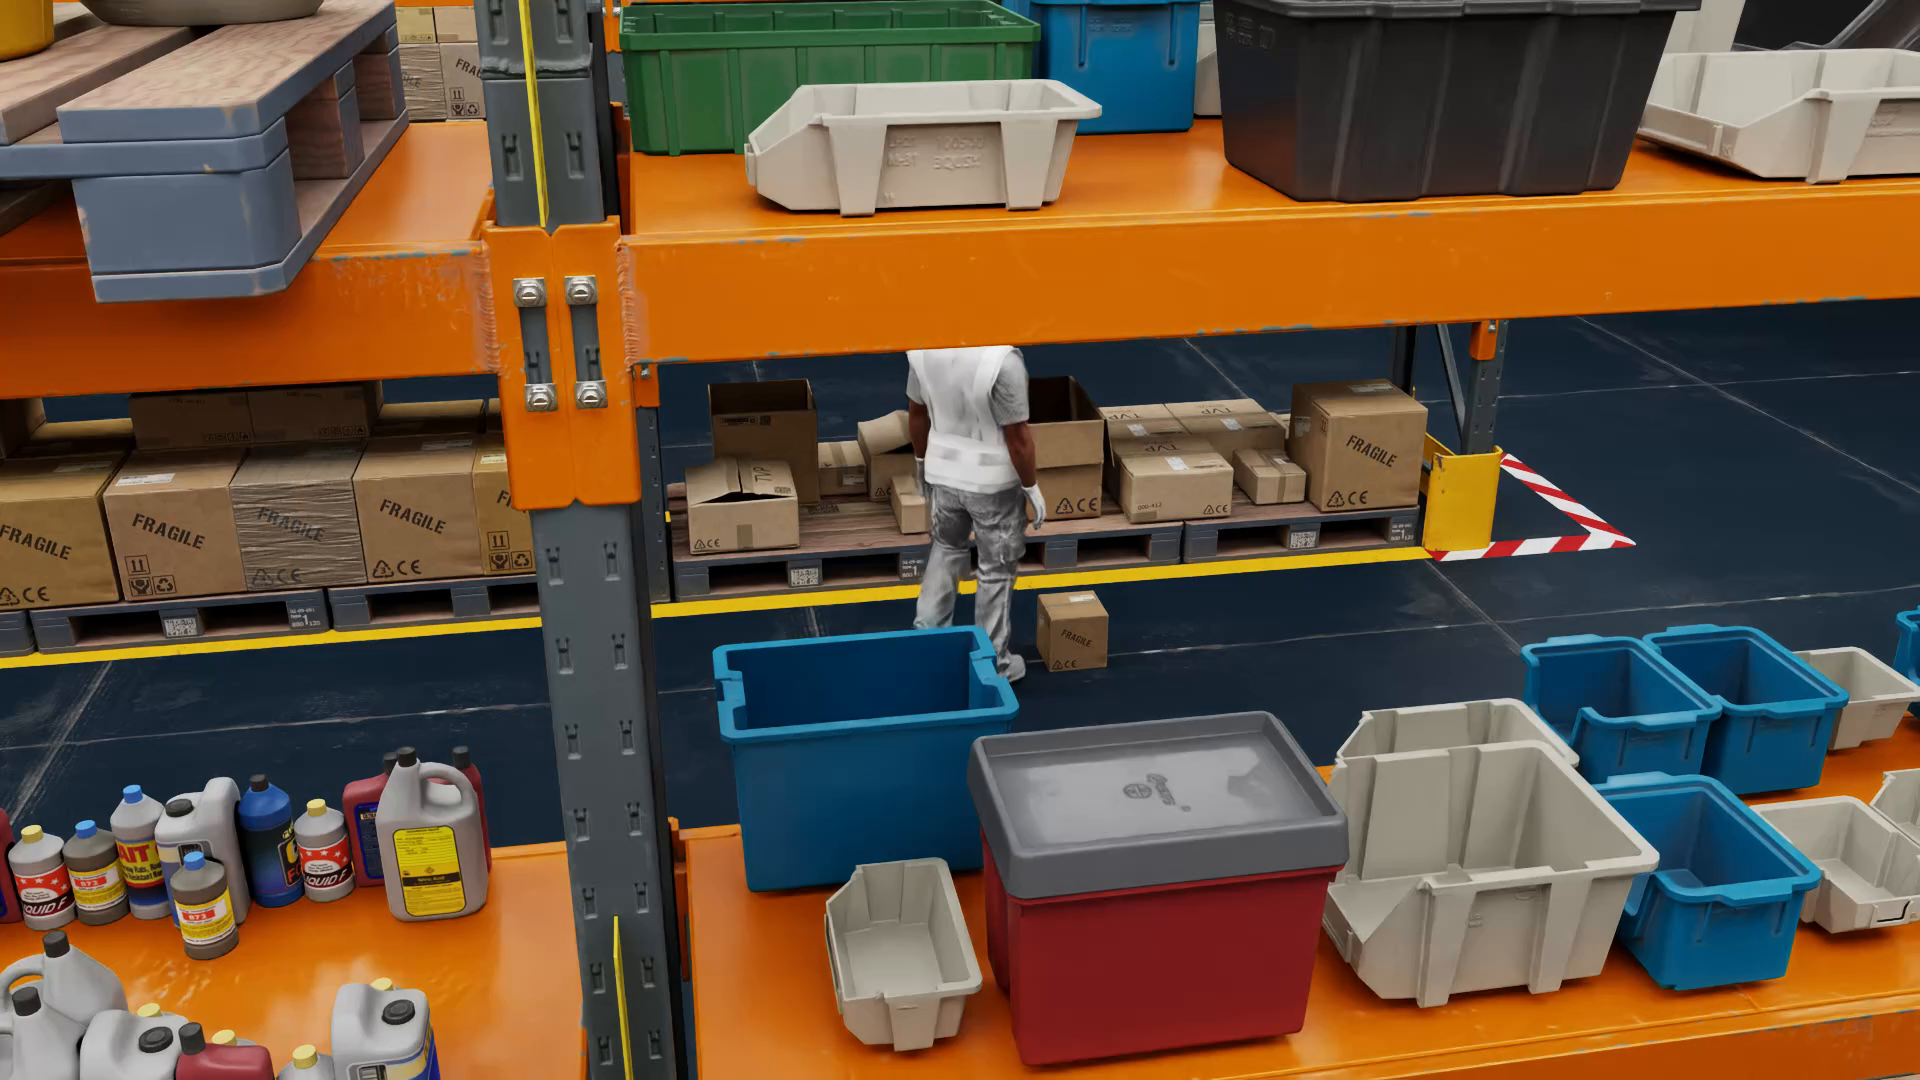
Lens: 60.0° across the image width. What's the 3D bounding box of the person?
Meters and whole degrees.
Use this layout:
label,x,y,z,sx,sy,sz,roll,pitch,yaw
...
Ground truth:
label,x,y,z,sx,sy,sz,roll,pitch,yaw
person,0.057,-0.243,6.596,0.623,1.787,0.429,15,27,32
